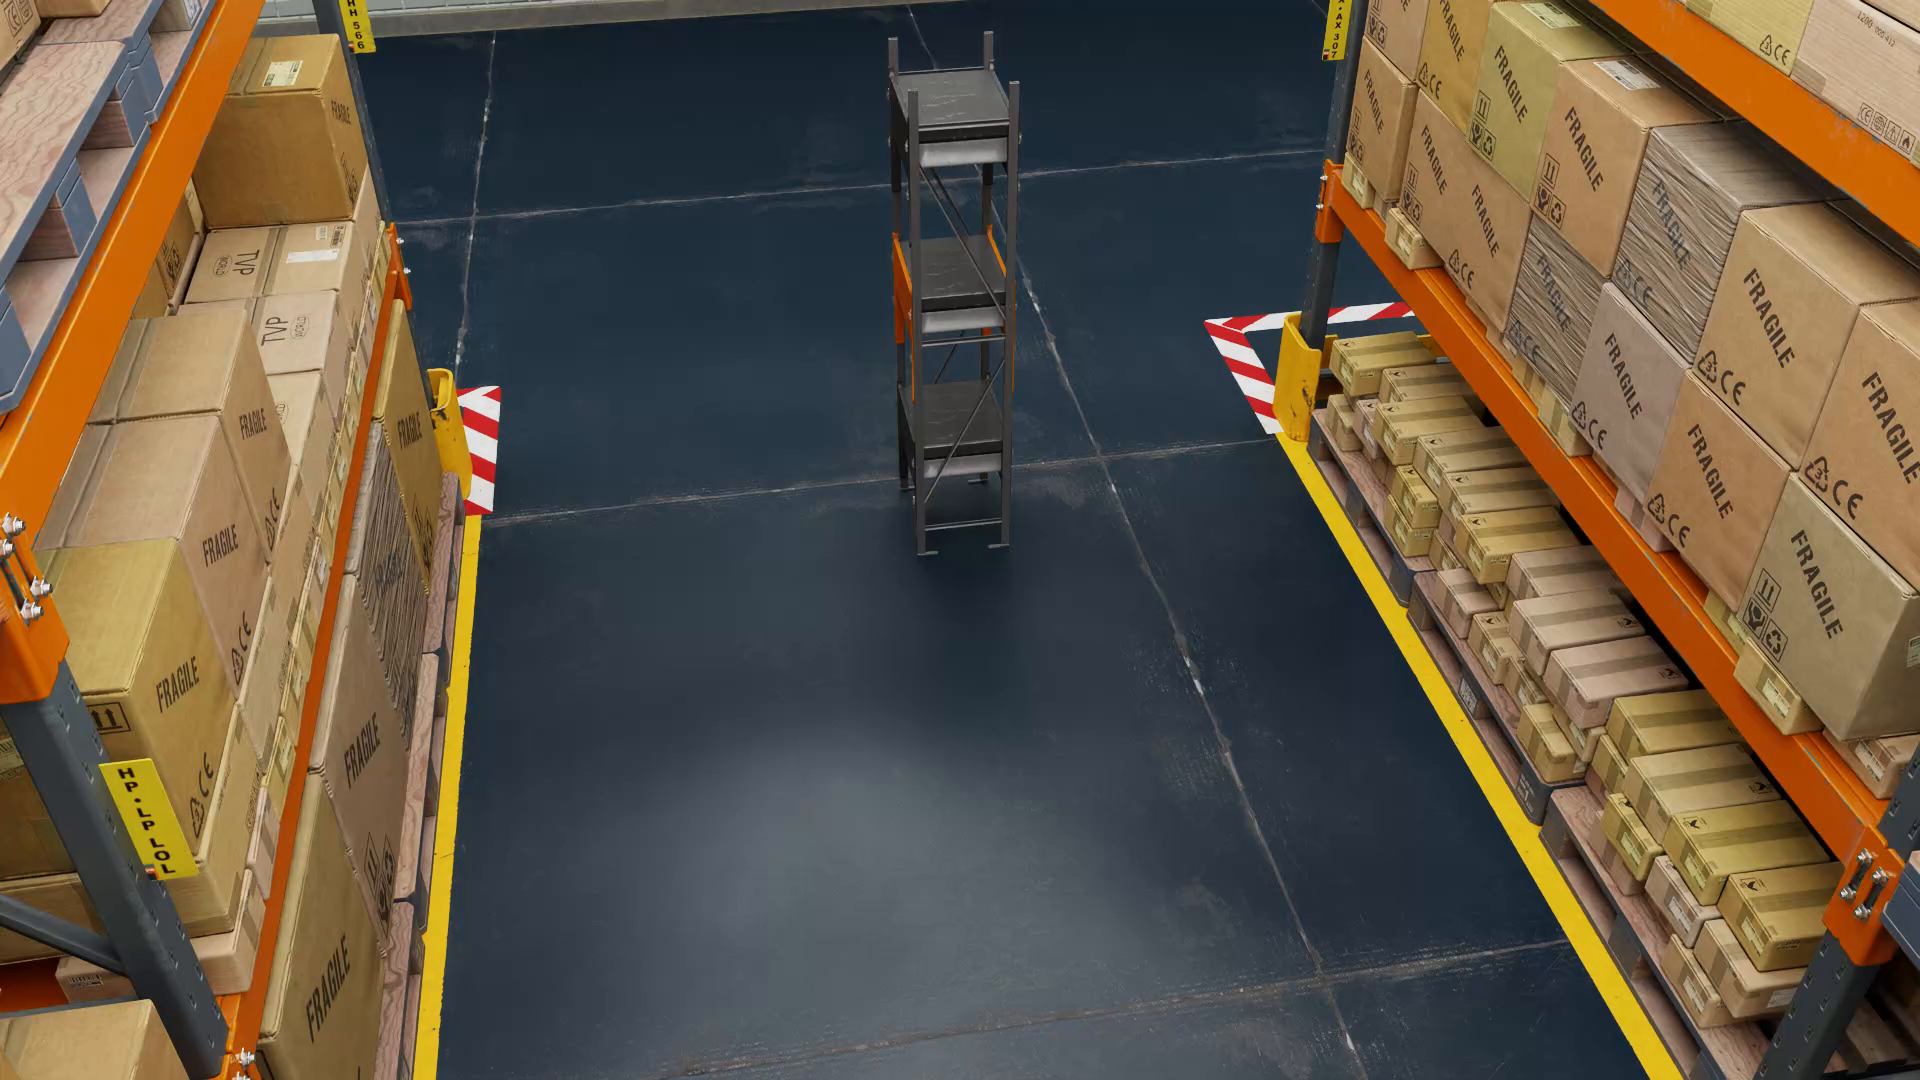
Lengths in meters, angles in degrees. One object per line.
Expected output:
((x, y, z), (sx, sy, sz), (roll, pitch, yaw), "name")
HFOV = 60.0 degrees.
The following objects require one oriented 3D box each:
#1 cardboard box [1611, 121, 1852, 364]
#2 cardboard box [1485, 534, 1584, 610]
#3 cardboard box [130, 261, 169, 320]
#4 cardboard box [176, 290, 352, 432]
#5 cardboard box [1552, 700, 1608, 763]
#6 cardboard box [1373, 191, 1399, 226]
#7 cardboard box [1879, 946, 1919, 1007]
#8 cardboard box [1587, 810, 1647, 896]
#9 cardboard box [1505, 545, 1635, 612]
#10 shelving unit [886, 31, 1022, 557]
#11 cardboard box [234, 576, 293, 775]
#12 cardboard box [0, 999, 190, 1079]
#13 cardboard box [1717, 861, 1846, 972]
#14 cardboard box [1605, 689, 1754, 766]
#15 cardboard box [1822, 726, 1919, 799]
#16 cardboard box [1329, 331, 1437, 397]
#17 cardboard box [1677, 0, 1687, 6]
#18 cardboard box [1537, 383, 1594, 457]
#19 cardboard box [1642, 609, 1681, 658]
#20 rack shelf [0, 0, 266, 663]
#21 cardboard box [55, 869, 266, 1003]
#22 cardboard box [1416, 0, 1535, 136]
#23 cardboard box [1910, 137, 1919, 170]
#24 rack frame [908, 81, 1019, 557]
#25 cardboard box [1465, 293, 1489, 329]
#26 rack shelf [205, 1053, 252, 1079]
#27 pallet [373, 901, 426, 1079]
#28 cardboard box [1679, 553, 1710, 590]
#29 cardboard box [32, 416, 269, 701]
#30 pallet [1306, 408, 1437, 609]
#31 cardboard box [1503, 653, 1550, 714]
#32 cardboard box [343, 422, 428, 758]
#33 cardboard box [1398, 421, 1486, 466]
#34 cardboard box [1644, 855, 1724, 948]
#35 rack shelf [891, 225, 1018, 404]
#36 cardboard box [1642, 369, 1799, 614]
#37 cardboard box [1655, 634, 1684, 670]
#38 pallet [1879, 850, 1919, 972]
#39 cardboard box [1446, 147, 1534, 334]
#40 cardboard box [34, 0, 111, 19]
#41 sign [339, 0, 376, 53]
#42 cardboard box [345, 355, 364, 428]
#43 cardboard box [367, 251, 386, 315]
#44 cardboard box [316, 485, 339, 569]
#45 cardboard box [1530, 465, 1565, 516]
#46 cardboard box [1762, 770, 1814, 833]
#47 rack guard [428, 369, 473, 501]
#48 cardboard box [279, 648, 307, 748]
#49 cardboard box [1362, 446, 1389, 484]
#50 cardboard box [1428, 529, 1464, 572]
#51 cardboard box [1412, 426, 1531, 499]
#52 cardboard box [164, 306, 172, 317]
((2.276, -0.865, 4.780), (0.500, 0.500, 0.500), (-5, 38, -7), "cardboard box")
((2.223, 0.120, 6.389), (0.380, 0.149, 0.250), (-4, 38, -6), "cardboard box")
((-2.803, -0.801, 5.105), (0.500, 0.500, 0.500), (-7, 38, -9), "cardboard box")
((-2.282, -0.560, 5.406), (0.500, 0.250, 0.500), (-7, 38, -9), "cardboard box")
((2.293, 0.614, 5.753), (0.380, 0.149, 0.250), (-5, 38, -7), "cardboard box")
((1.914, -1.373, 6.777), (0.380, 0.149, 0.250), (-5, 38, -6), "cardboard box")
((3.049, 1.269, 5.153), (0.380, 0.149, 0.250), (-8, 39, -10), "cardboard box")
((2.319, 1.005, 5.493), (0.380, 0.149, 0.250), (-7, 38, -9), "cardboard box")
((2.241, 0.160, 6.095), (0.380, 0.149, 0.250), (-6, 38, -8), "cardboard box")
((-0.029, -0.929, 6.735), (0.431, 2.100, 0.503), (-6, 38, -8), "shelving unit")
((-2.011, 0.365, 4.215), (0.500, 0.250, 0.500), (-6, 38, -8), "cardboard box")
((-1.754, 1.250, 3.115), (0.500, 0.500, 0.500), (-6, 38, -8), "cardboard box")
((2.478, 1.102, 4.883), (0.380, 0.149, 0.250), (-5, 38, -7), "cardboard box")
((2.374, 0.637, 5.481), (0.380, 0.149, 0.250), (-5, 38, -6), "cardboard box")
((2.516, 0.516, 4.346), (0.380, 0.149, 0.250), (-7, 38, -8), "cardboard box")
((1.852, -0.774, 7.298), (0.380, 0.149, 0.250), (-8, 39, -10), "cardboard box")
((2.193, -1.738, 4.719), (0.500, 0.250, 0.500), (-6, 38, -8), "cardboard box")
((2.171, -0.421, 5.552), (0.380, 0.149, 0.250), (-6, 38, -7), "cardboard box")
((2.696, 0.265, 5.961), (0.380, 0.149, 0.250), (-8, 39, -10), "cardboard box")
((-2.455, -1.072, 4.327), (1.077, 0.370, 4.000), (-6, 38, -8), "rack shelf")
((-1.829, 0.921, 3.824), (0.380, 0.149, 0.250), (-6, 38, -8), "cardboard box")
((2.007, -1.800, 5.983), (0.500, 0.500, 0.500), (-5, 38, -7), "cardboard box")
((2.444, -0.829, 3.549), (0.500, 0.250, 0.500), (-5, 38, -7), "cardboard box")
((0.014, -0.782, 6.545), (0.400, 2.100, 0.015), (-6, 38, -8), "rack frame")
((2.113, -0.896, 6.164), (0.380, 0.149, 0.250), (-7, 38, -8), "cardboard box")
((-1.754, 2.528, 2.137), (1.077, 0.370, 4.000), (-6, 38, -8), "rack shelf")
((-2.161, 1.670, 4.929), (1.003, 0.211, 1.213), (-6, 38, -8), "pallet")
((2.398, 0.041, 4.957), (0.380, 0.149, 0.250), (-7, 38, -9), "cardboard box")
((-2.016, 0.067, 3.988), (0.500, 0.500, 0.500), (-6, 38, -8), "cardboard box")
((2.216, -0.211, 7.349), (1.003, 0.211, 1.213), (-6, 38, -8), "pallet")
((2.231, 0.534, 6.100), (0.380, 0.149, 0.250), (-6, 38, -7), "cardboard box")
((-2.455, 0.221, 5.910), (0.875, 0.875, 0.875), (-6, 38, -8), "cardboard box")
((2.057, -0.356, 7.002), (0.380, 0.149, 0.250), (-6, 38, -7), "cardboard box")
((2.368, 1.088, 5.143), (0.380, 0.149, 0.250), (-8, 39, -10), "cardboard box")
((-0.029, -0.918, 6.743), (0.431, 0.518, 0.480), (-6, 38, -8), "rack shelf")
((2.343, -0.169, 4.698), (0.500, 0.500, 0.500), (-7, 38, -9), "cardboard box")
((2.785, 0.375, 6.061), (0.380, 0.149, 0.250), (-7, 38, -8), "cardboard box")
((2.787, 1.117, 3.524), (1.003, 0.211, 1.213), (-6, 38, -8), "pallet")
((2.094, -1.091, 5.885), (0.500, 0.500, 0.500), (-6, 38, -7), "cardboard box")
((-2.343, -1.516, 3.806), (0.700, 0.500, 0.500), (-5, 38, -6), "cardboard box")
((-2.269, -1.981, 6.218), (0.100, 0.325, 0.005), (-6, 38, -8), "sign")
((-2.239, -0.484, 5.633), (0.380, 0.149, 0.250), (-7, 38, -9), "cardboard box")
((-2.372, -0.944, 6.225), (0.380, 0.149, 0.250), (-6, 38, -7), "cardboard box")
((-2.104, -0.020, 5.036), (0.380, 0.149, 0.250), (-7, 38, -9), "cardboard box")
((2.507, -0.235, 6.846), (0.380, 0.149, 0.250), (-7, 38, -8), "cardboard box")
((2.837, 0.866, 5.429), (0.380, 0.149, 0.250), (-6, 38, -8), "cardboard box")
((-2.810, -0.407, 7.367), (1.175, 0.500, 0.348), (-6, 38, -8), "rack guard")
((-1.970, 0.445, 4.438), (0.380, 0.149, 0.250), (-7, 38, -9), "cardboard box")
((1.998, -0.392, 7.291), (0.380, 0.149, 0.250), (-6, 38, -8), "cardboard box")
((2.124, 0.067, 6.700), (0.380, 0.149, 0.250), (-6, 38, -8), "cardboard box")
((2.062, -0.314, 6.705), (0.380, 0.149, 0.250), (-8, 39, -10), "cardboard box")
((-2.805, -0.502, 5.331), (0.500, 0.250, 0.500), (-7, 38, -9), "cardboard box")
